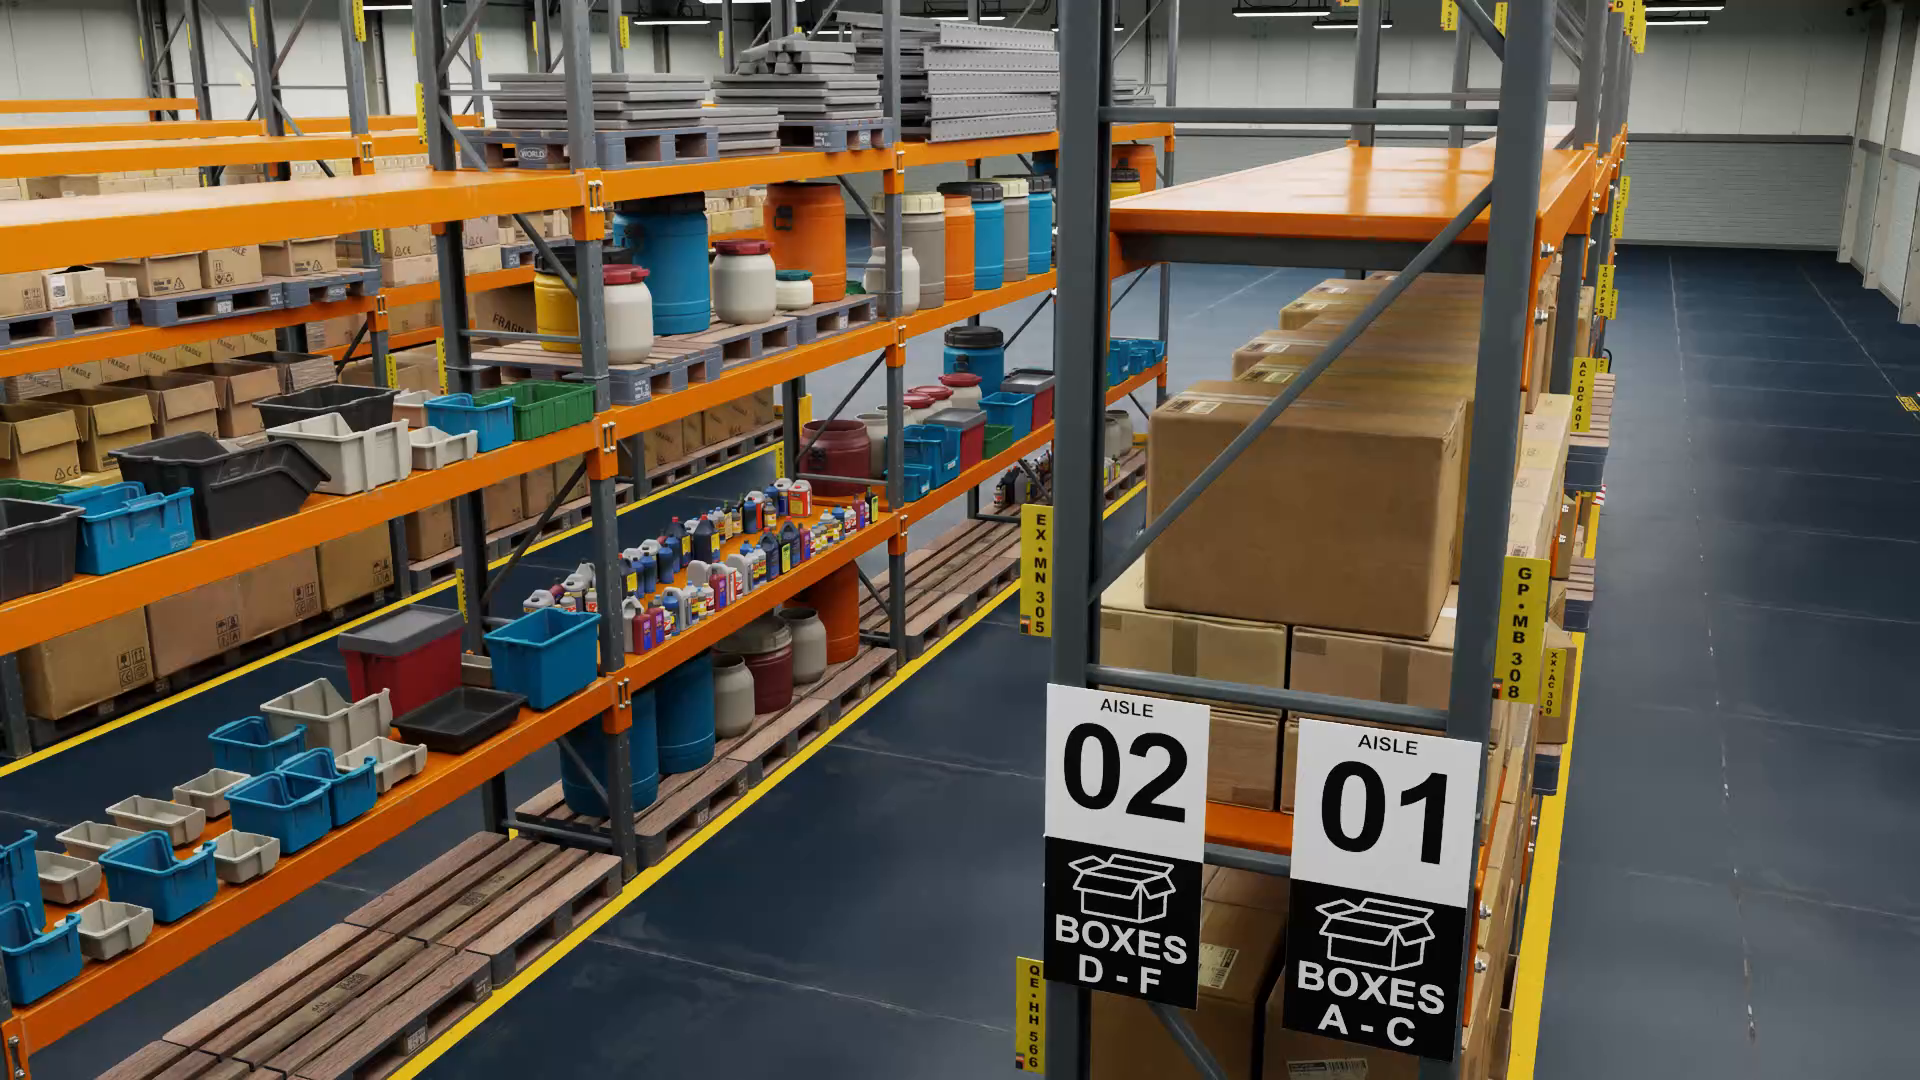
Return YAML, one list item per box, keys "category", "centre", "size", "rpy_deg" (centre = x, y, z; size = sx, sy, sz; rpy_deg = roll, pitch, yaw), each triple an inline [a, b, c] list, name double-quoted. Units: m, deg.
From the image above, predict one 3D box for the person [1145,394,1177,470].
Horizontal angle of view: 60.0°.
- category: "person"
  centre: [2.040, -0.645, 16.389]
  size: [0.459, 1.584, 0.443]
  rpy_deg: [10, 18, 32]
